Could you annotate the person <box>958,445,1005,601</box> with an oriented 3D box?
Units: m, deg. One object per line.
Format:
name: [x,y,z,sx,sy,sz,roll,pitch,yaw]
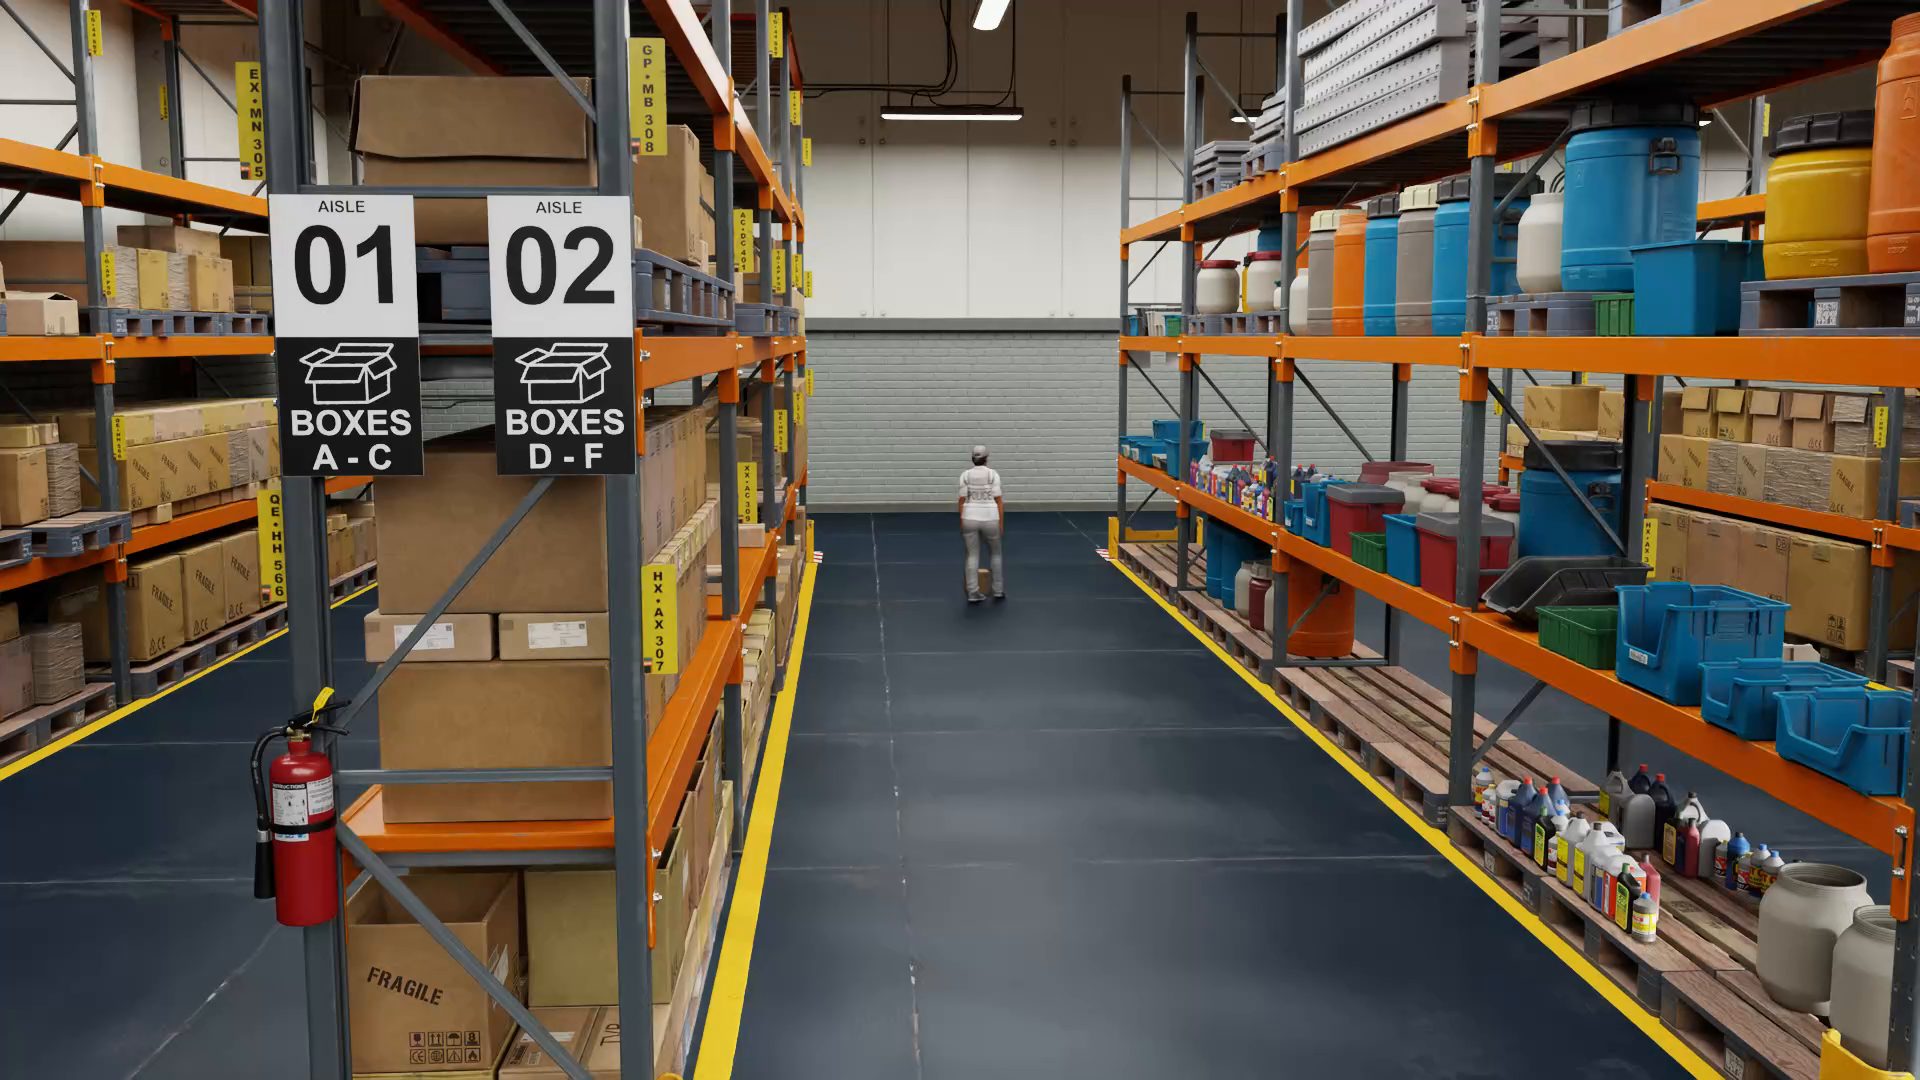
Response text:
person: [0.234,-0.194,17.799,0.481,1.656,0.592,1,7,6]
